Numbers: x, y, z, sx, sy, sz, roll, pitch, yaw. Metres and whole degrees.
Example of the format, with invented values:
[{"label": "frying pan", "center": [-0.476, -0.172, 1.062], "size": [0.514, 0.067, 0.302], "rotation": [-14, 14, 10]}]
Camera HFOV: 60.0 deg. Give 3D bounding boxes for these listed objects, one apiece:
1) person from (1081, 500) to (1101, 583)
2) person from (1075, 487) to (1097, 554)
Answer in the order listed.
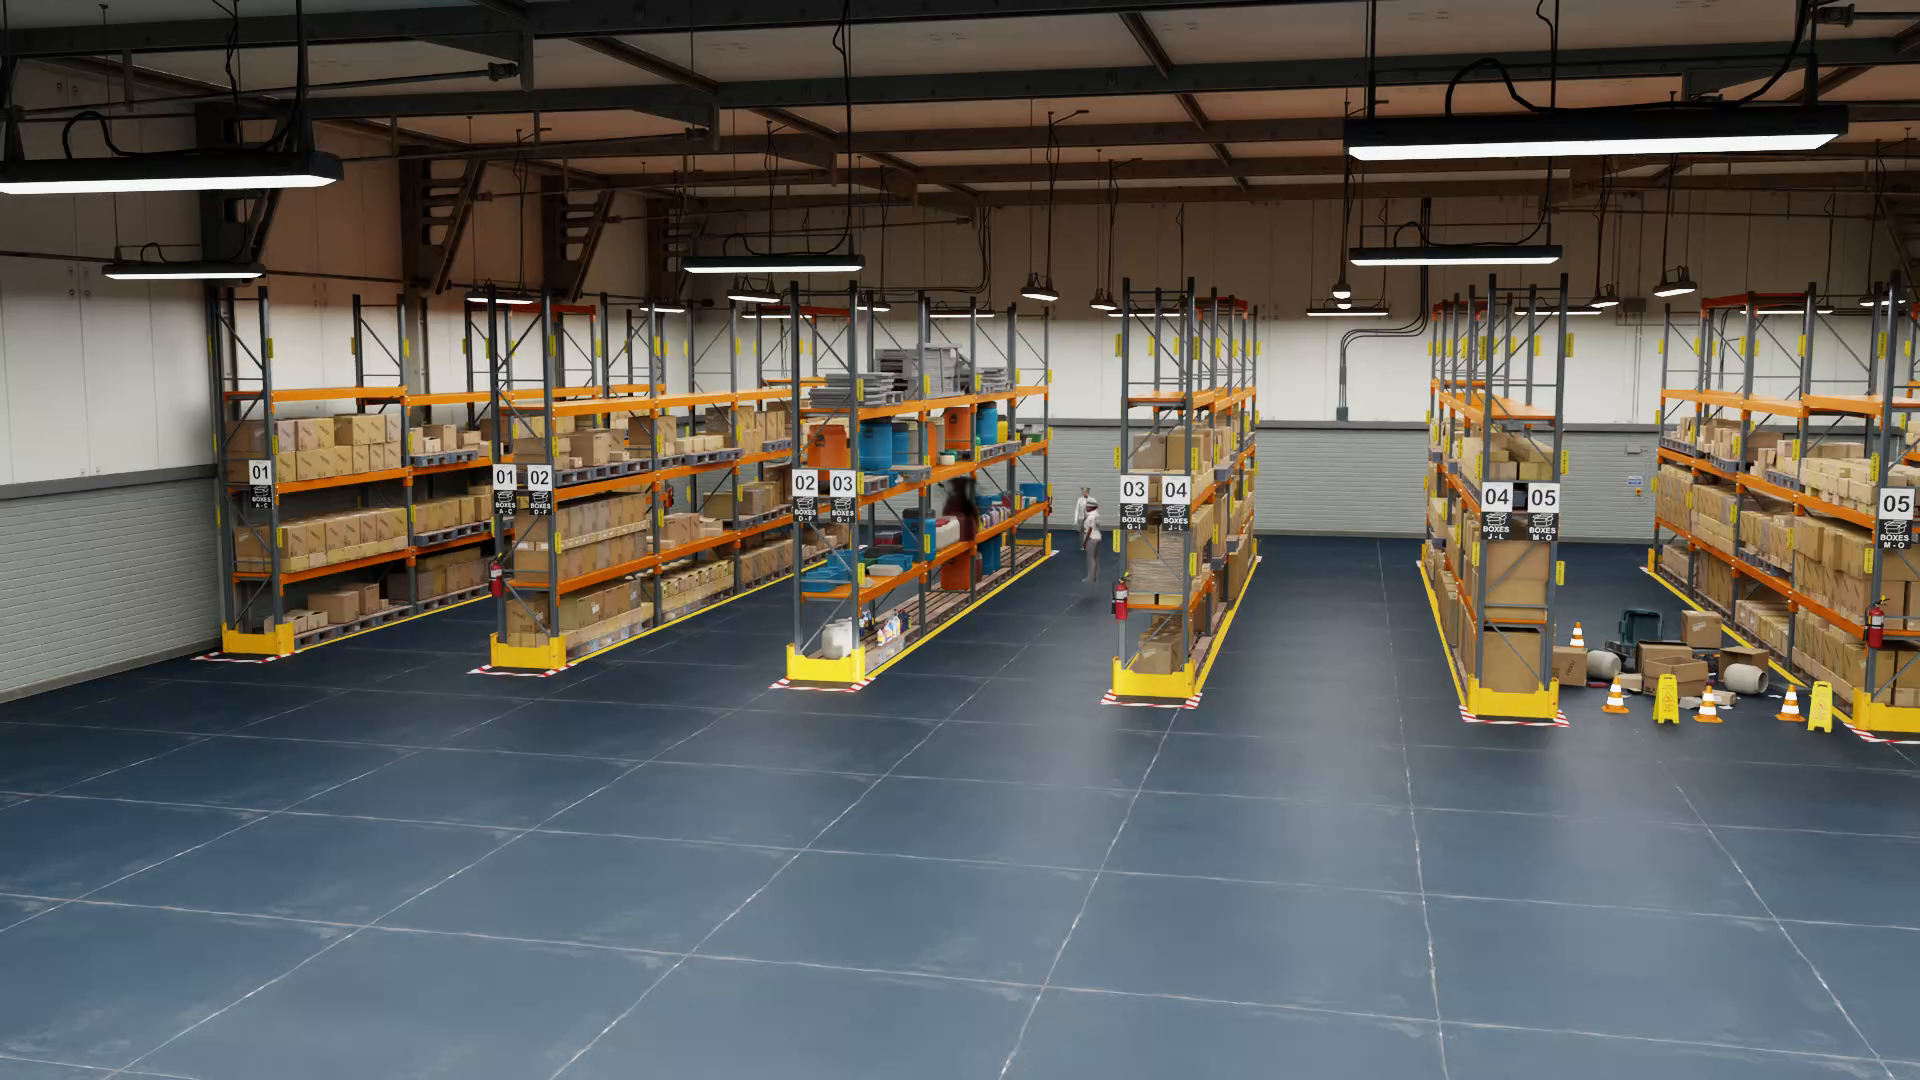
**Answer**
[{"label": "person", "center": [2.638, 0.030, 33.476], "size": [0.374, 1.680, 0.457], "rotation": [2, 7, 19]}, {"label": "person", "center": [3.077, -0.494, 40.694], "size": [0.531, 1.629, 0.959], "rotation": [1, 7, 6]}]
